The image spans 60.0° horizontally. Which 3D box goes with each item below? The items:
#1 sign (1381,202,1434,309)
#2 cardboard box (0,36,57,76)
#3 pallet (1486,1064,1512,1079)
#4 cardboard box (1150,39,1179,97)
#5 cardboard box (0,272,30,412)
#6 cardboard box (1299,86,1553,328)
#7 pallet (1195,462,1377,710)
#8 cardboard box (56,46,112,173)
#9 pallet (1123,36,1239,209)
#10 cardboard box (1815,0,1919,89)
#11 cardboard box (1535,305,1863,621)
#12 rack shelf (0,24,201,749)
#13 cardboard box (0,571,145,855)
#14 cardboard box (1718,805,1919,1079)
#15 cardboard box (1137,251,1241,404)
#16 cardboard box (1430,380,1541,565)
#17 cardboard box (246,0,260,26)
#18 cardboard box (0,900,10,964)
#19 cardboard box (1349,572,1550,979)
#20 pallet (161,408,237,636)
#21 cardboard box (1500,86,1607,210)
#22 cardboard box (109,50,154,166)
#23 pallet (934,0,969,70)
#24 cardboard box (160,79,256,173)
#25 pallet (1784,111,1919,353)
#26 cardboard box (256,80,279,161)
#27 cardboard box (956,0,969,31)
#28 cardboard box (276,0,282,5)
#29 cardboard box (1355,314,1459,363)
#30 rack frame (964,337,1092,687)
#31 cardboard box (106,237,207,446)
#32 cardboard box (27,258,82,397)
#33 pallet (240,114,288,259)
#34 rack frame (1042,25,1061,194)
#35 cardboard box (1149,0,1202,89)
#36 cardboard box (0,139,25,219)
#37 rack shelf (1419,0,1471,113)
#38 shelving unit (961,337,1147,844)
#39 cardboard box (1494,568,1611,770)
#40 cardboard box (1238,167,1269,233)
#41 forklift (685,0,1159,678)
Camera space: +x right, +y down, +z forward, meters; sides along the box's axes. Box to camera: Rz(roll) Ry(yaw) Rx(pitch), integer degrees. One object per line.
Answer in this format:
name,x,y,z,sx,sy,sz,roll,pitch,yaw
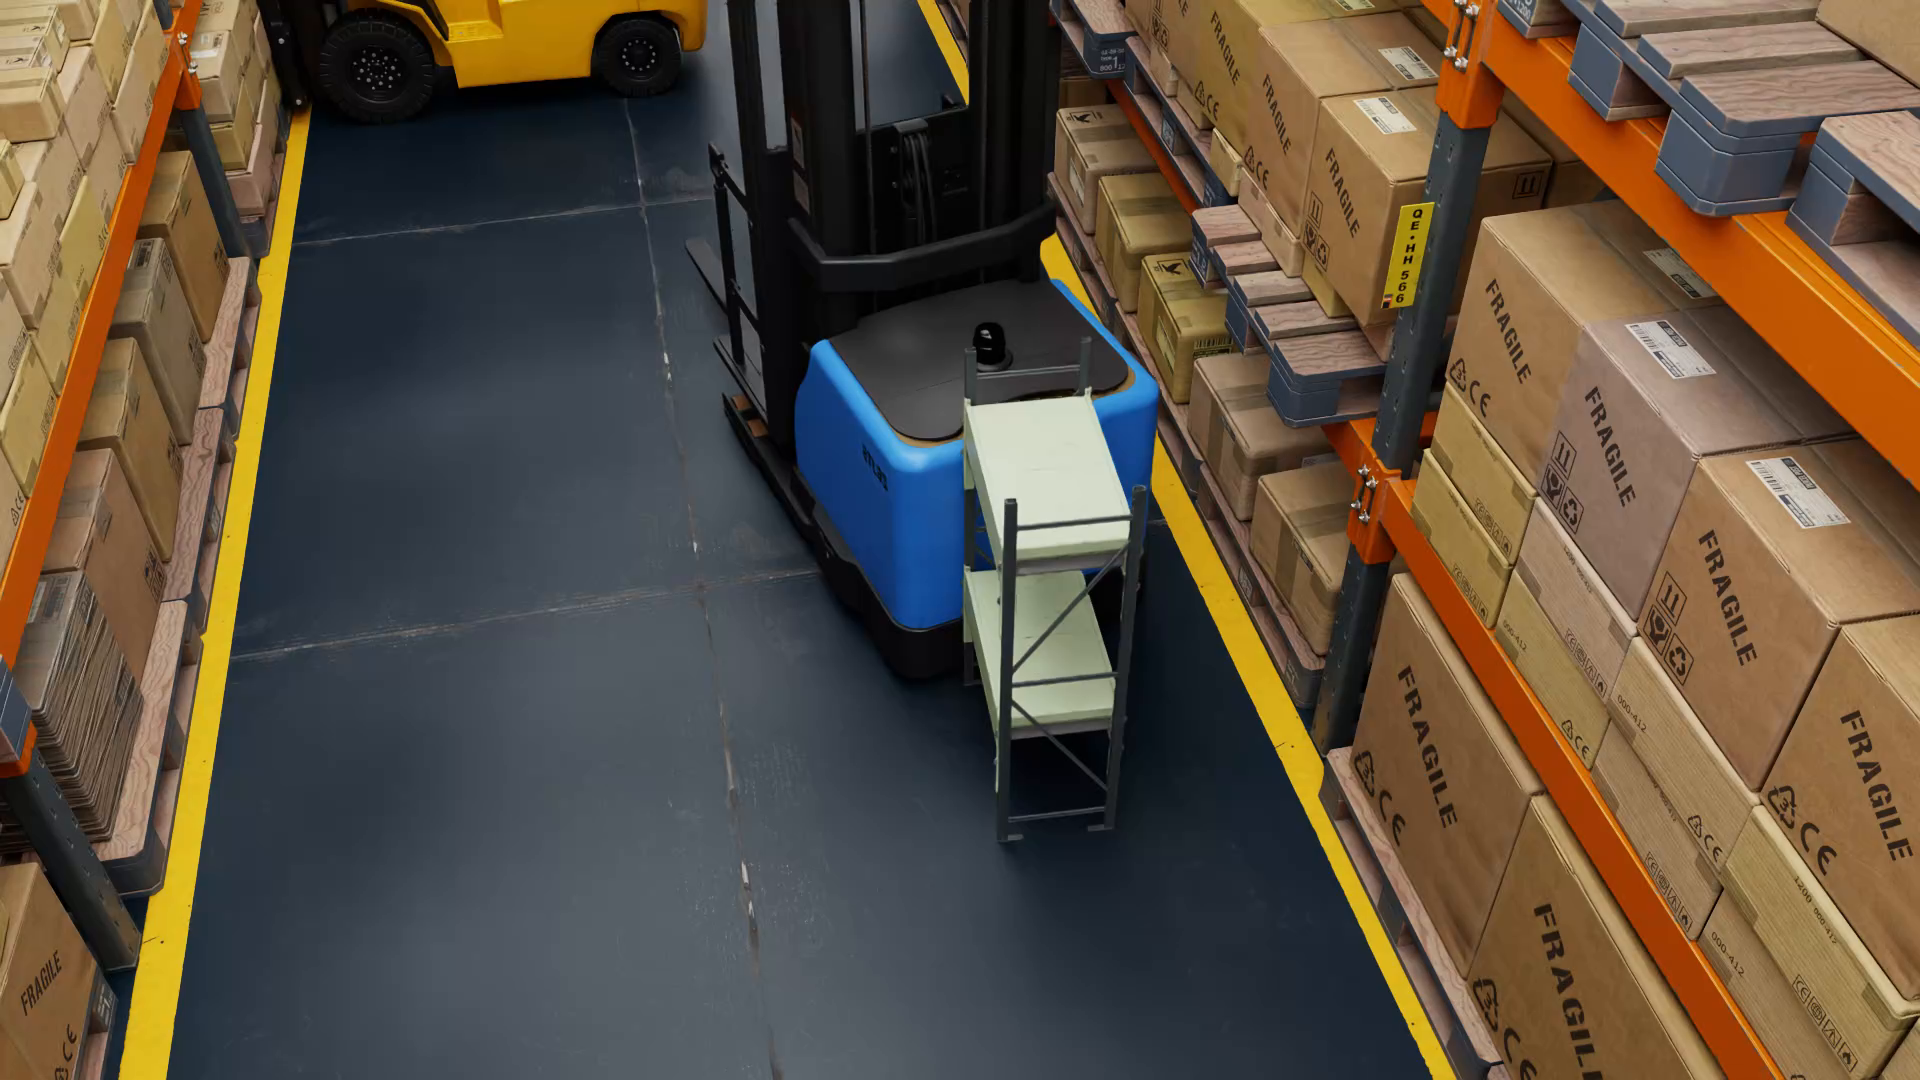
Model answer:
sign,1.227,-0.775,4.551,0.100,0.325,0.005,-8,42,-9
cardboard box,-3.359,-1.601,5.730,0.380,0.149,0.250,-8,42,-9
pallet,2.112,1.899,4.452,1.003,0.211,1.213,-8,42,-9
cardboard box,0.957,-1.859,6.458,0.380,0.149,0.250,-7,42,-8
cardboard box,-3.055,-0.520,4.813,0.500,0.250,0.500,-7,42,-8
cardboard box,1.386,-1.016,5.019,0.500,0.500,0.500,-9,42,-11
pallet,1.588,0.081,6.500,1.003,0.211,1.213,-8,42,-9
cardboard box,-3.376,-1.519,5.938,0.500,0.250,0.500,-8,42,-8
pallet,1.288,-1.661,6.506,1.003,0.211,1.213,-8,42,-9
cardboard box,2.154,-1.157,3.143,0.700,0.500,0.500,-10,43,-11
cardboard box,1.739,-0.192,3.878,0.500,0.500,0.500,-8,42,-9
rack shelf,-3.522,-0.769,5.899,1.077,0.370,4.000,-8,42,-9
cardboard box,-3.212,0.583,5.306,0.875,0.625,0.625,-7,42,-8
cardboard box,1.926,0.768,3.361,0.500,0.250,0.500,-8,42,-9
cardboard box,1.318,-0.967,7.243,0.950,0.372,0.625,-7,42,-8
cardboard box,1.623,-0.222,4.477,0.500,0.250,0.500,-9,42,-10
cardboard box,-3.971,-2.850,8.702,0.500,0.250,0.500,-7,42,-8
cardboard box,-2.737,1.077,4.355,0.380,0.149,0.250,-10,43,-11
cardboard box,1.823,0.642,5.052,0.875,0.875,0.875,-9,42,-10
pallet,-3.490,-0.027,6.622,1.003,0.211,1.213,-8,42,-9
cardboard box,1.884,-1.086,5.098,0.500,0.500,0.500,-9,42,-10
cardboard box,-3.476,-1.664,6.478,0.500,0.250,0.500,-9,42,-10
pallet,0.445,-3.228,10.228,1.003,0.211,1.213,-8,42,-9
cardboard box,-3.757,-2.008,8.131,0.500,0.250,0.500,-9,42,-9
pallet,2.190,-0.372,2.793,1.003,0.211,1.213,-7,42,-7
cardboard box,-3.860,-2.151,8.669,0.500,0.250,0.500,-9,42,-10
cardboard box,0.272,-3.196,9.845,0.500,0.250,0.500,-8,42,-9
cardboard box,-4.073,-2.989,9.236,0.500,0.250,0.500,-8,42,-9
cardboard box,1.455,-0.697,5.149,0.380,0.149,0.250,-7,42,-8
rack frame,0.213,-0.046,5.672,0.400,1.500,0.023,-6,42,-6
cardboard box,-3.671,-0.763,6.822,0.875,0.625,0.625,-9,42,-10
cardboard box,-3.170,-0.668,5.356,0.500,0.250,0.500,-10,42,-11
pallet,-4.085,-1.813,8.634,1.003,0.211,1.213,-8,42,-9
rack frame,0.892,-3.048,7.924,1.000,3.000,0.127,-8,42,-9
cardboard box,1.036,-2.030,6.162,0.500,0.500,0.500,-10,43,-11
cardboard box,-3.161,-1.106,5.172,0.380,0.149,0.250,-8,42,-8
rack shelf,1.323,-2.605,5.707,1.077,0.370,4.000,-8,42,-9
shelving unit,0.268,0.194,5.402,0.431,1.500,0.755,-6,42,-6
cardboard box,1.743,0.284,4.283,0.500,0.250,0.500,-9,42,-11
cardboard box,1.181,-1.182,5.695,0.380,0.149,0.250,-10,43,-11
forklift,-0.379,-1.570,6.311,1.130,2.935,3.031,-18,45,-19
